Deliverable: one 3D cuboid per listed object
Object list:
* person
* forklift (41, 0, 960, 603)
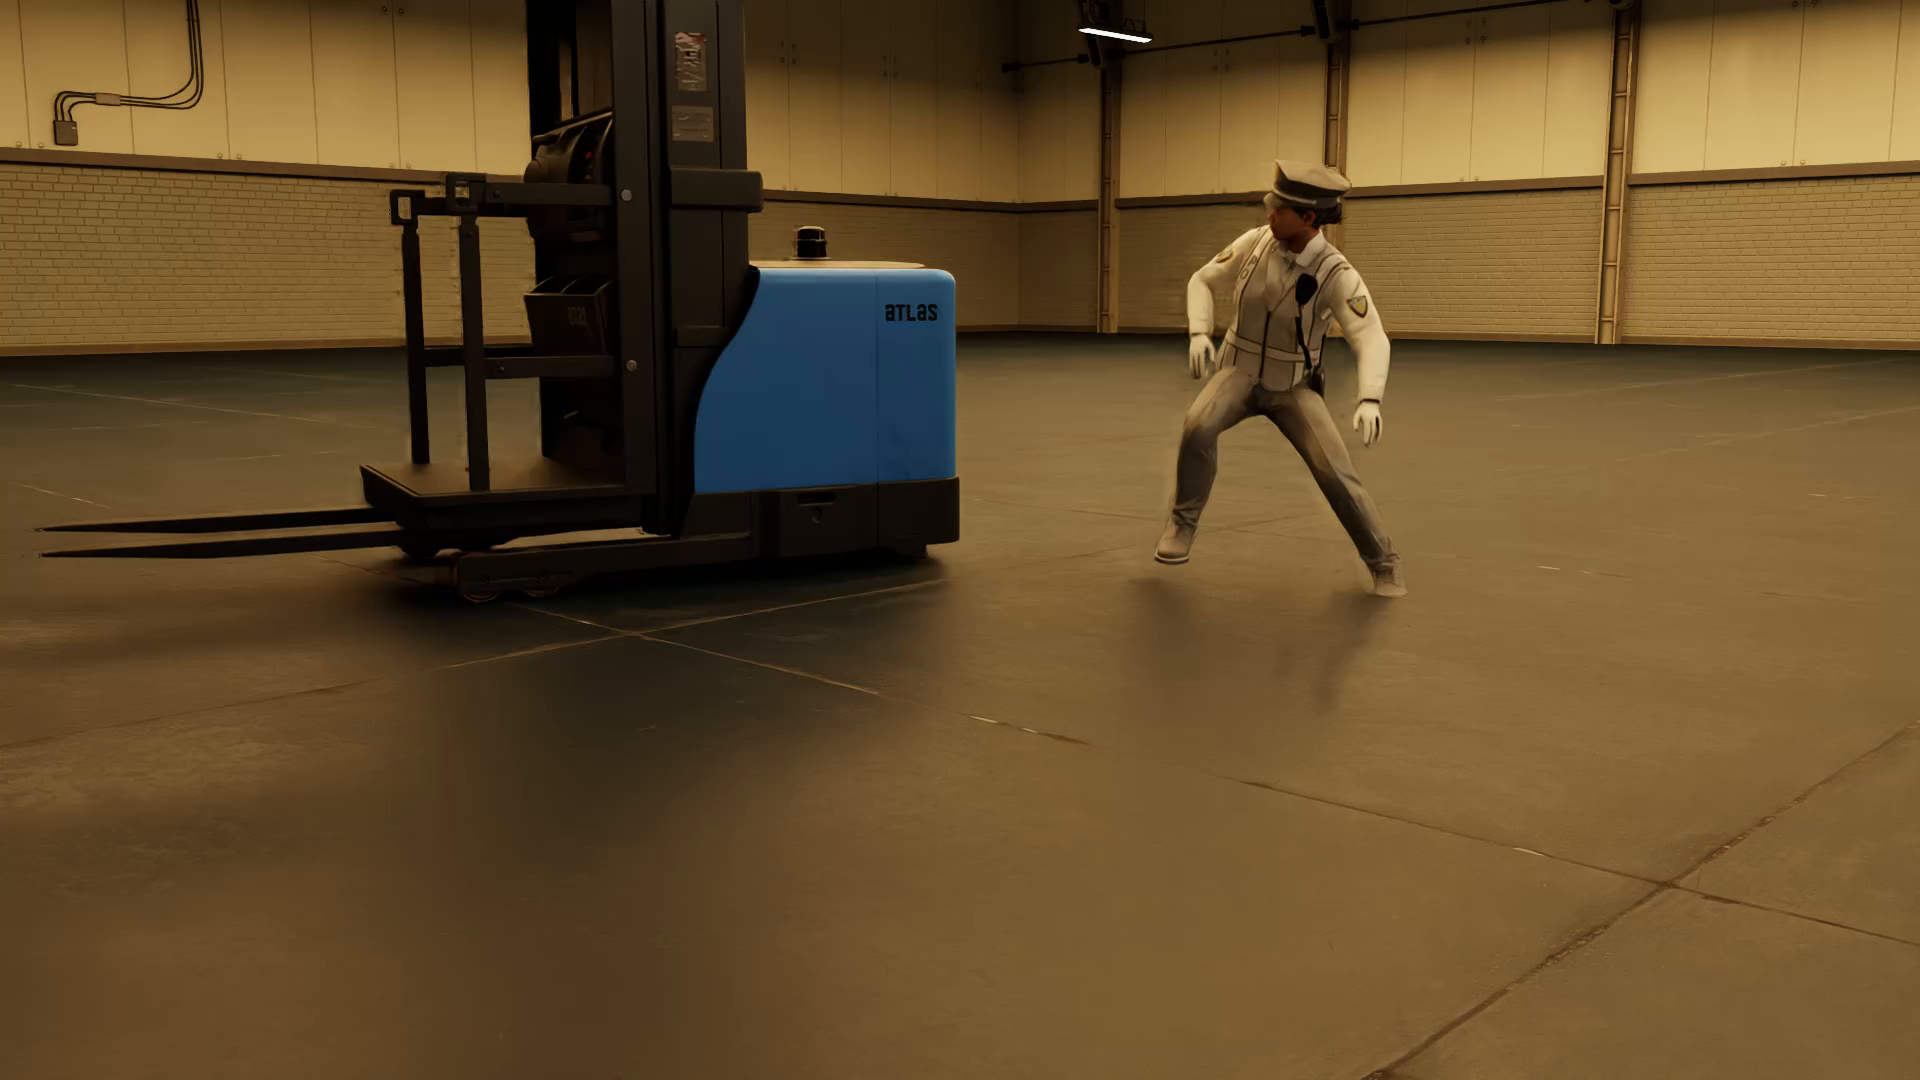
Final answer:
[{"bbox_3d":[1.101,-0.521,5.567,0.839,1.469,0.655,3,9,21],"label":"person"},{"bbox_3d":[-1.546,-1.335,5.741,3.031,2.935,1.130,-5,10,-28],"label":"forklift"}]
